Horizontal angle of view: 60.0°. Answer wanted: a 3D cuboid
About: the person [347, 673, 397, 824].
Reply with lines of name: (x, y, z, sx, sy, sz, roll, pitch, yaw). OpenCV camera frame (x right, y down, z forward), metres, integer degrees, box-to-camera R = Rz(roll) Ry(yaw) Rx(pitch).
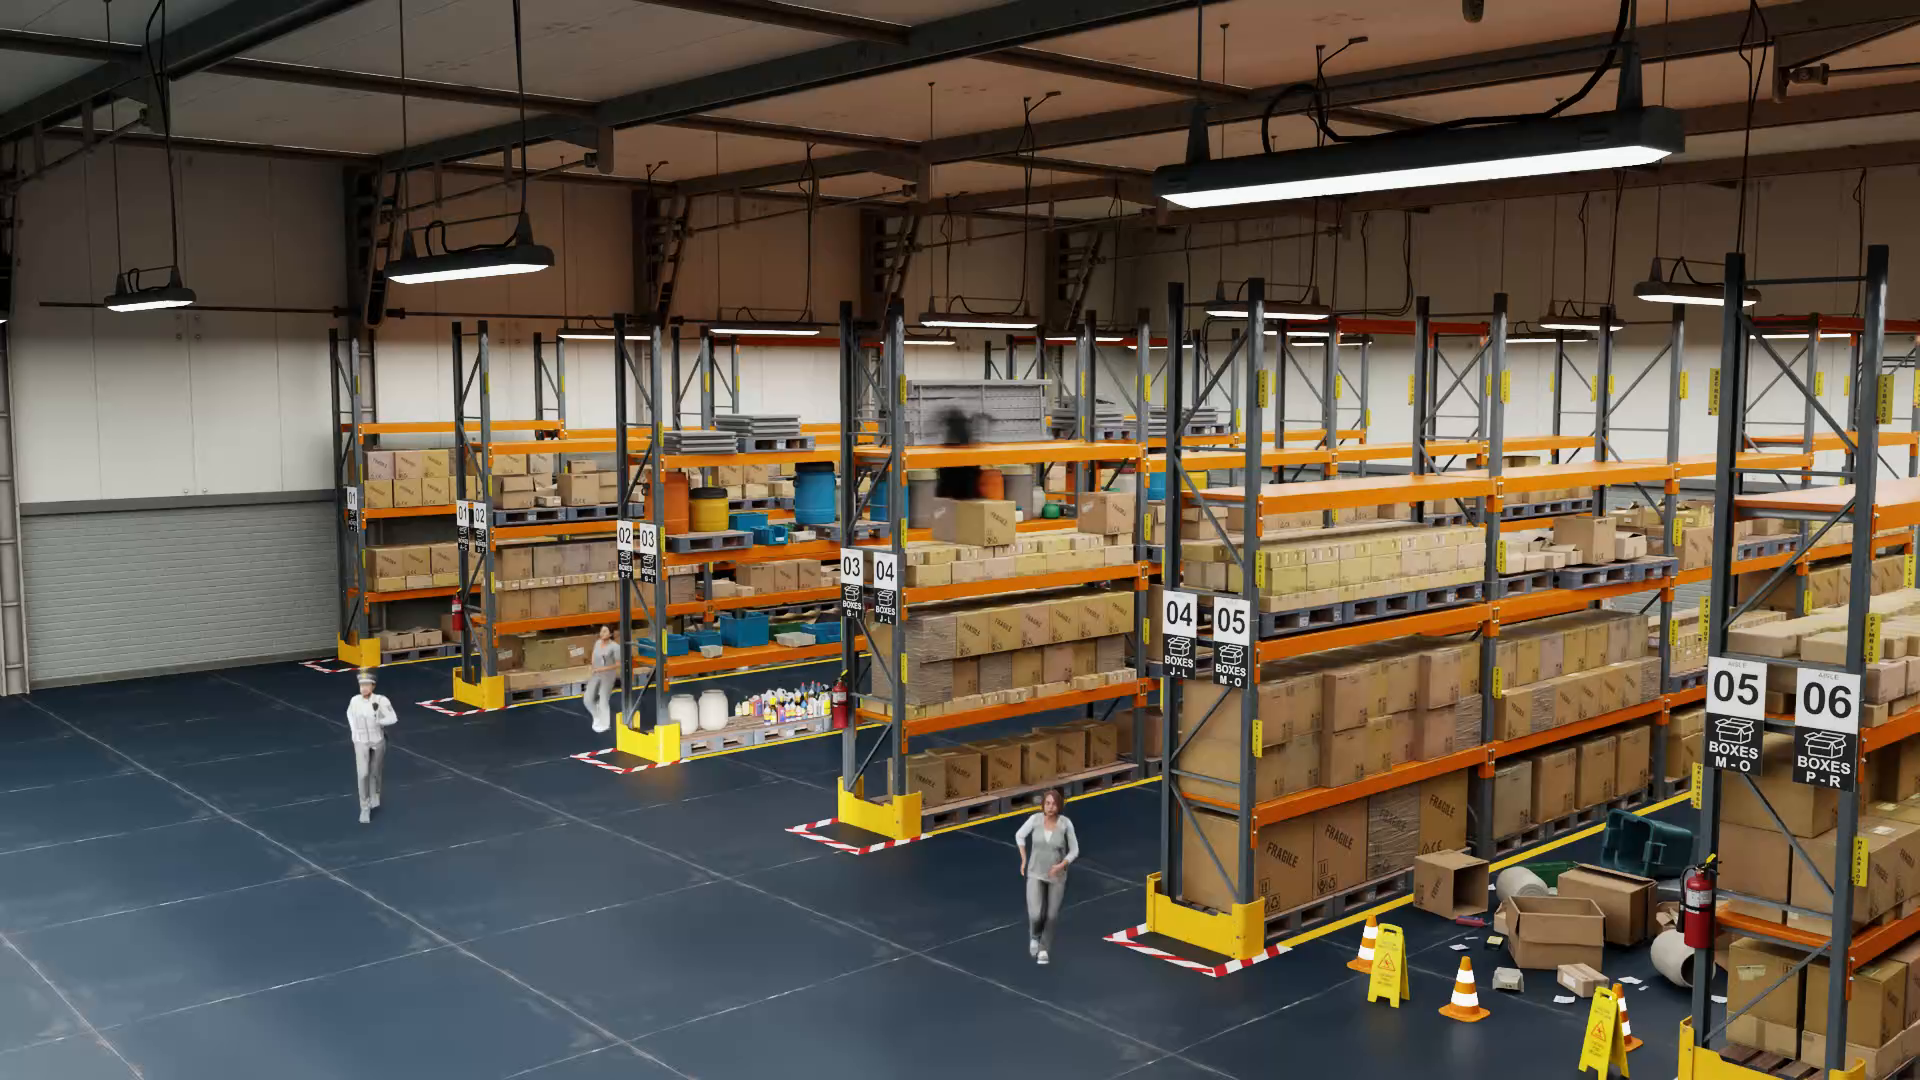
person: (-6.900, 2.404, 19.536, 0.584, 1.754, 0.775, -1, 6, -14)

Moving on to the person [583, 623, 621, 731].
person: (-5.114, 1.989, 23.965, 0.570, 1.612, 0.567, 2, 6, 21)

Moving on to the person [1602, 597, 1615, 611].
person: (11.711, 1.305, 30.492, 0.643, 1.759, 0.978, -5, 7, -39)

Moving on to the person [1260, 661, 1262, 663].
person: (3.519, 2.131, 19.520, 0.673, 1.833, 0.915, 5, 8, 43)

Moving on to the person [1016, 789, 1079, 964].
person: (0.745, 2.912, 14.335, 0.555, 1.554, 0.489, 1, 6, 6)
